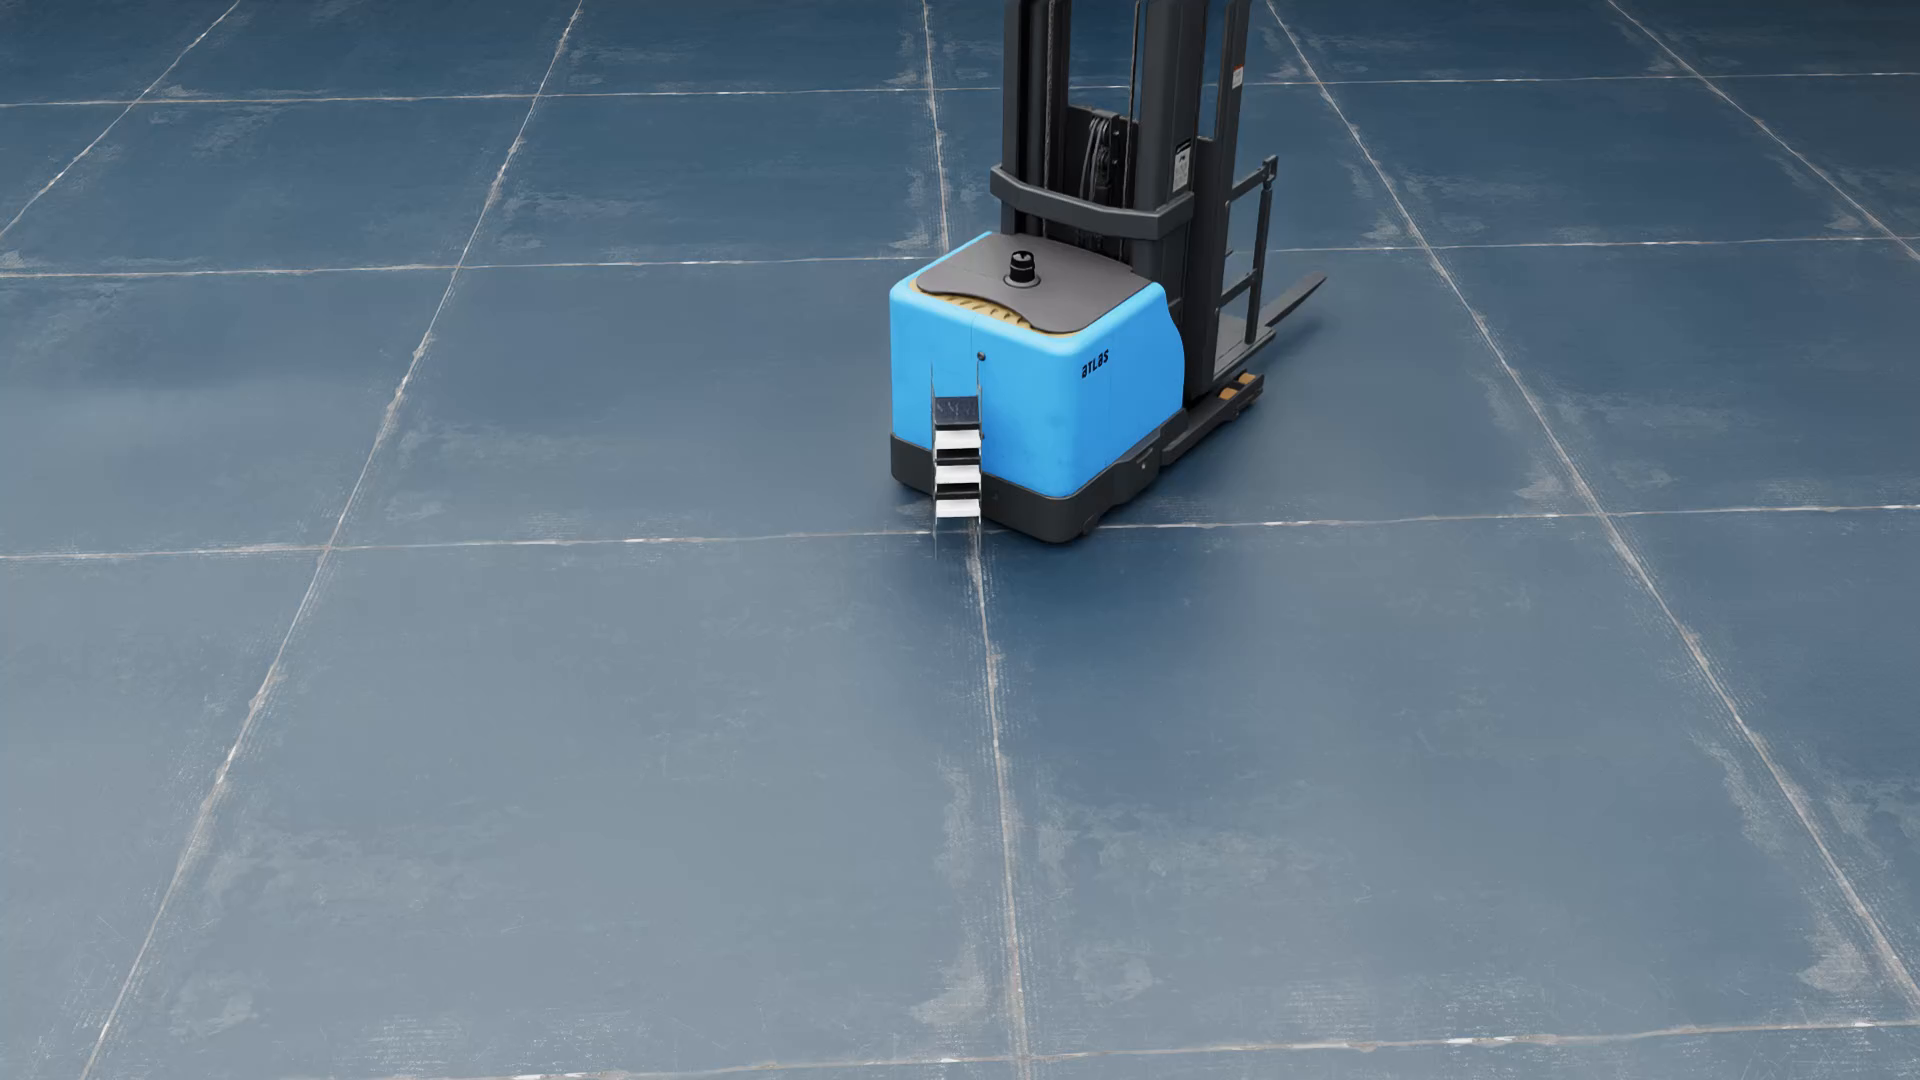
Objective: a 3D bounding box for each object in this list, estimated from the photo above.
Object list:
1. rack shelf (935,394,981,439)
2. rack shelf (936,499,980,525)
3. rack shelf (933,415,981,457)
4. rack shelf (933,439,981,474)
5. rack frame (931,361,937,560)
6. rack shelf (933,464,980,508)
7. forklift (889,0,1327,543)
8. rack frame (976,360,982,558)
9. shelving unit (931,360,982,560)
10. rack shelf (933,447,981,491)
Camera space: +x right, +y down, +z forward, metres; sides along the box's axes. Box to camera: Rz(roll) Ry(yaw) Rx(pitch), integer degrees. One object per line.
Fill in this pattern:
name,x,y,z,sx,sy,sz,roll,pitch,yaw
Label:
rack shelf,-0.017,-0.545,7.330,0.200,0.077,0.258,-2,35,-3
rack shelf,-0.017,-0.175,7.586,0.200,0.077,0.258,-2,35,-3
rack shelf,-0.017,-0.471,7.381,0.200,0.077,0.258,-2,35,-3
rack shelf,-0.017,-0.397,7.433,0.200,0.077,0.258,-2,35,-3
rack frame,-0.118,-0.346,7.460,0.006,0.900,0.240,-2,35,-3
rack shelf,-0.017,-0.249,7.535,0.200,0.077,0.258,-2,35,-3
forklift,0.946,-1.979,8.033,1.130,2.935,3.031,23,41,29
rack frame,0.085,-0.354,7.470,0.006,0.900,0.240,-2,35,-3
shelving unit,-0.017,-0.350,7.465,0.210,0.900,0.258,-2,35,-3
rack shelf,-0.017,-0.323,7.484,0.200,0.077,0.258,-2,35,-3
